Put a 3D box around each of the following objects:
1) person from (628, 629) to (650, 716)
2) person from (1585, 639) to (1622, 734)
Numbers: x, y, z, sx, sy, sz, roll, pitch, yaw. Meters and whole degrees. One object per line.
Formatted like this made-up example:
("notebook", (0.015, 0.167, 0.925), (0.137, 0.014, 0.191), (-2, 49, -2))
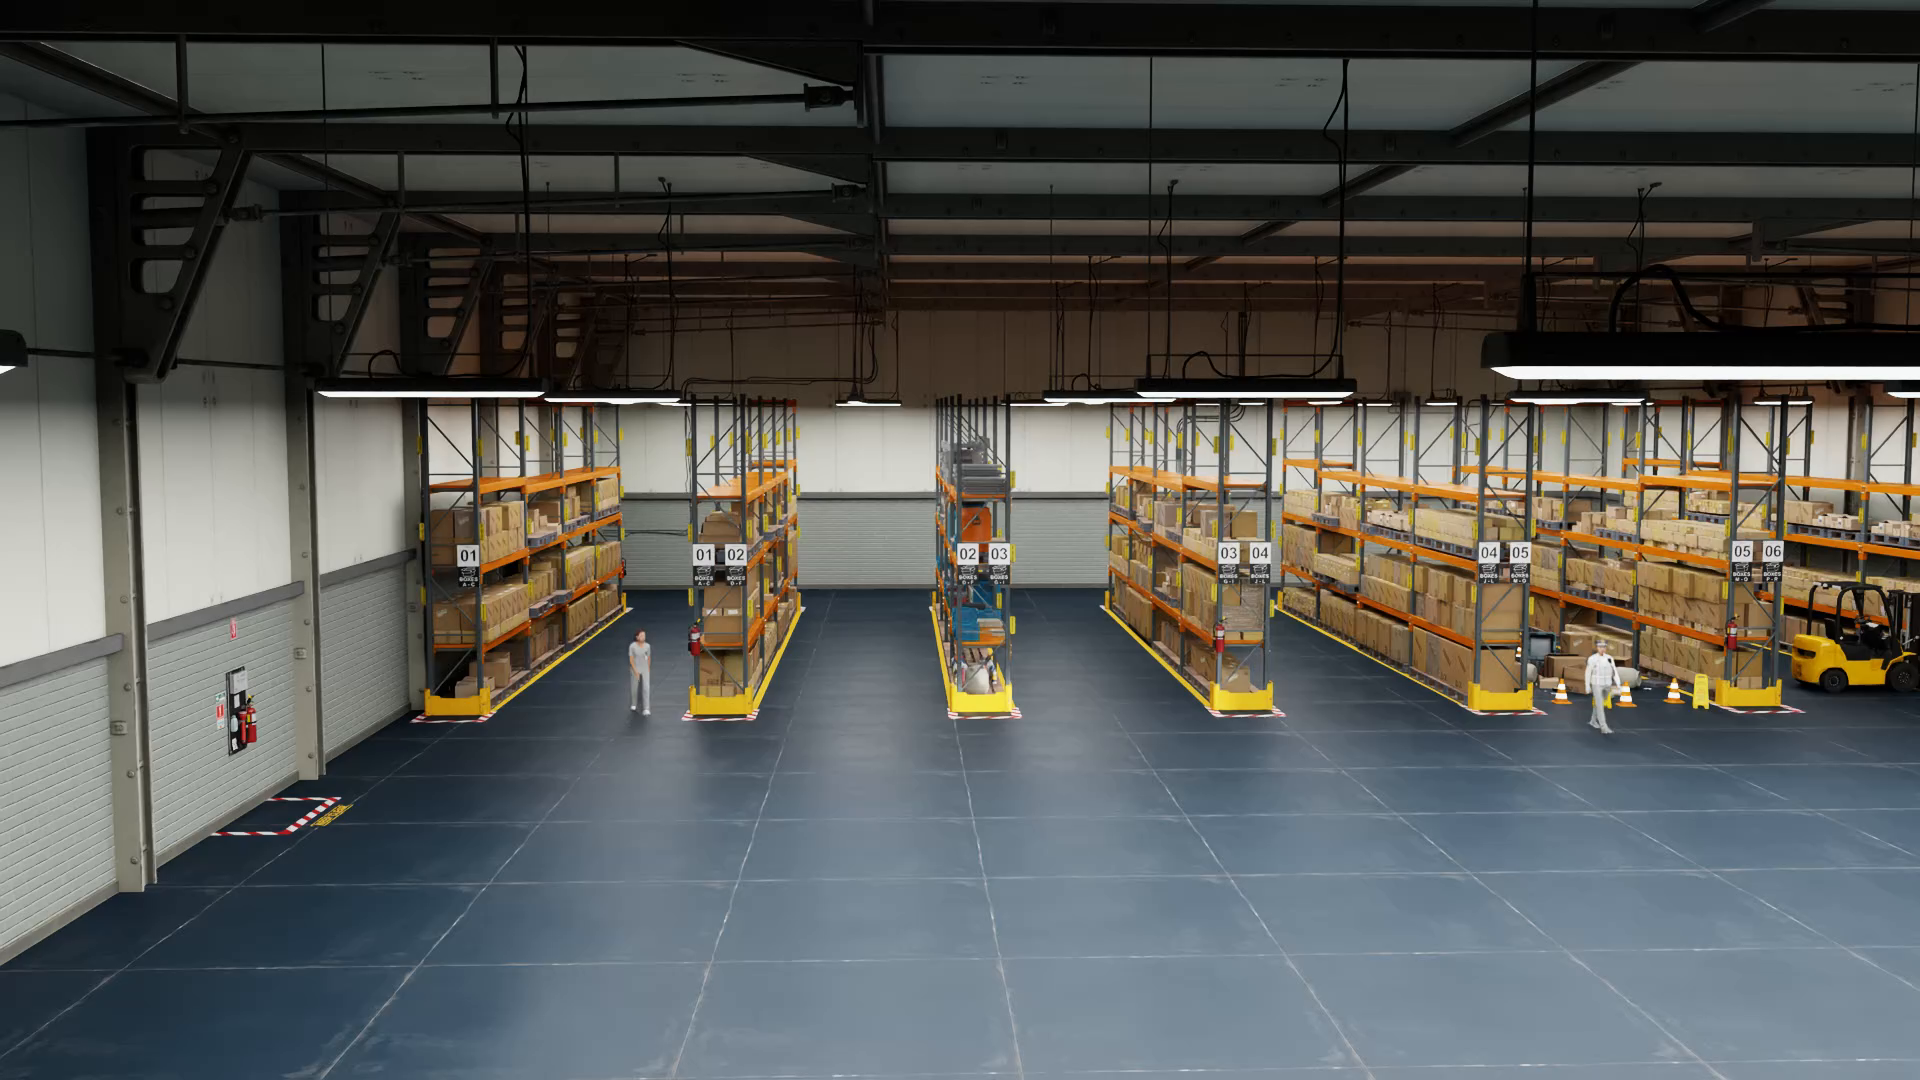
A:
("person", (-5.983, 2.463, 31.143), (0.434, 1.591, 1.070), (-2, 5, -20))
("person", (11.378, 2.568, 29.371), (0.512, 1.637, 0.970), (-1, 5, -7))
